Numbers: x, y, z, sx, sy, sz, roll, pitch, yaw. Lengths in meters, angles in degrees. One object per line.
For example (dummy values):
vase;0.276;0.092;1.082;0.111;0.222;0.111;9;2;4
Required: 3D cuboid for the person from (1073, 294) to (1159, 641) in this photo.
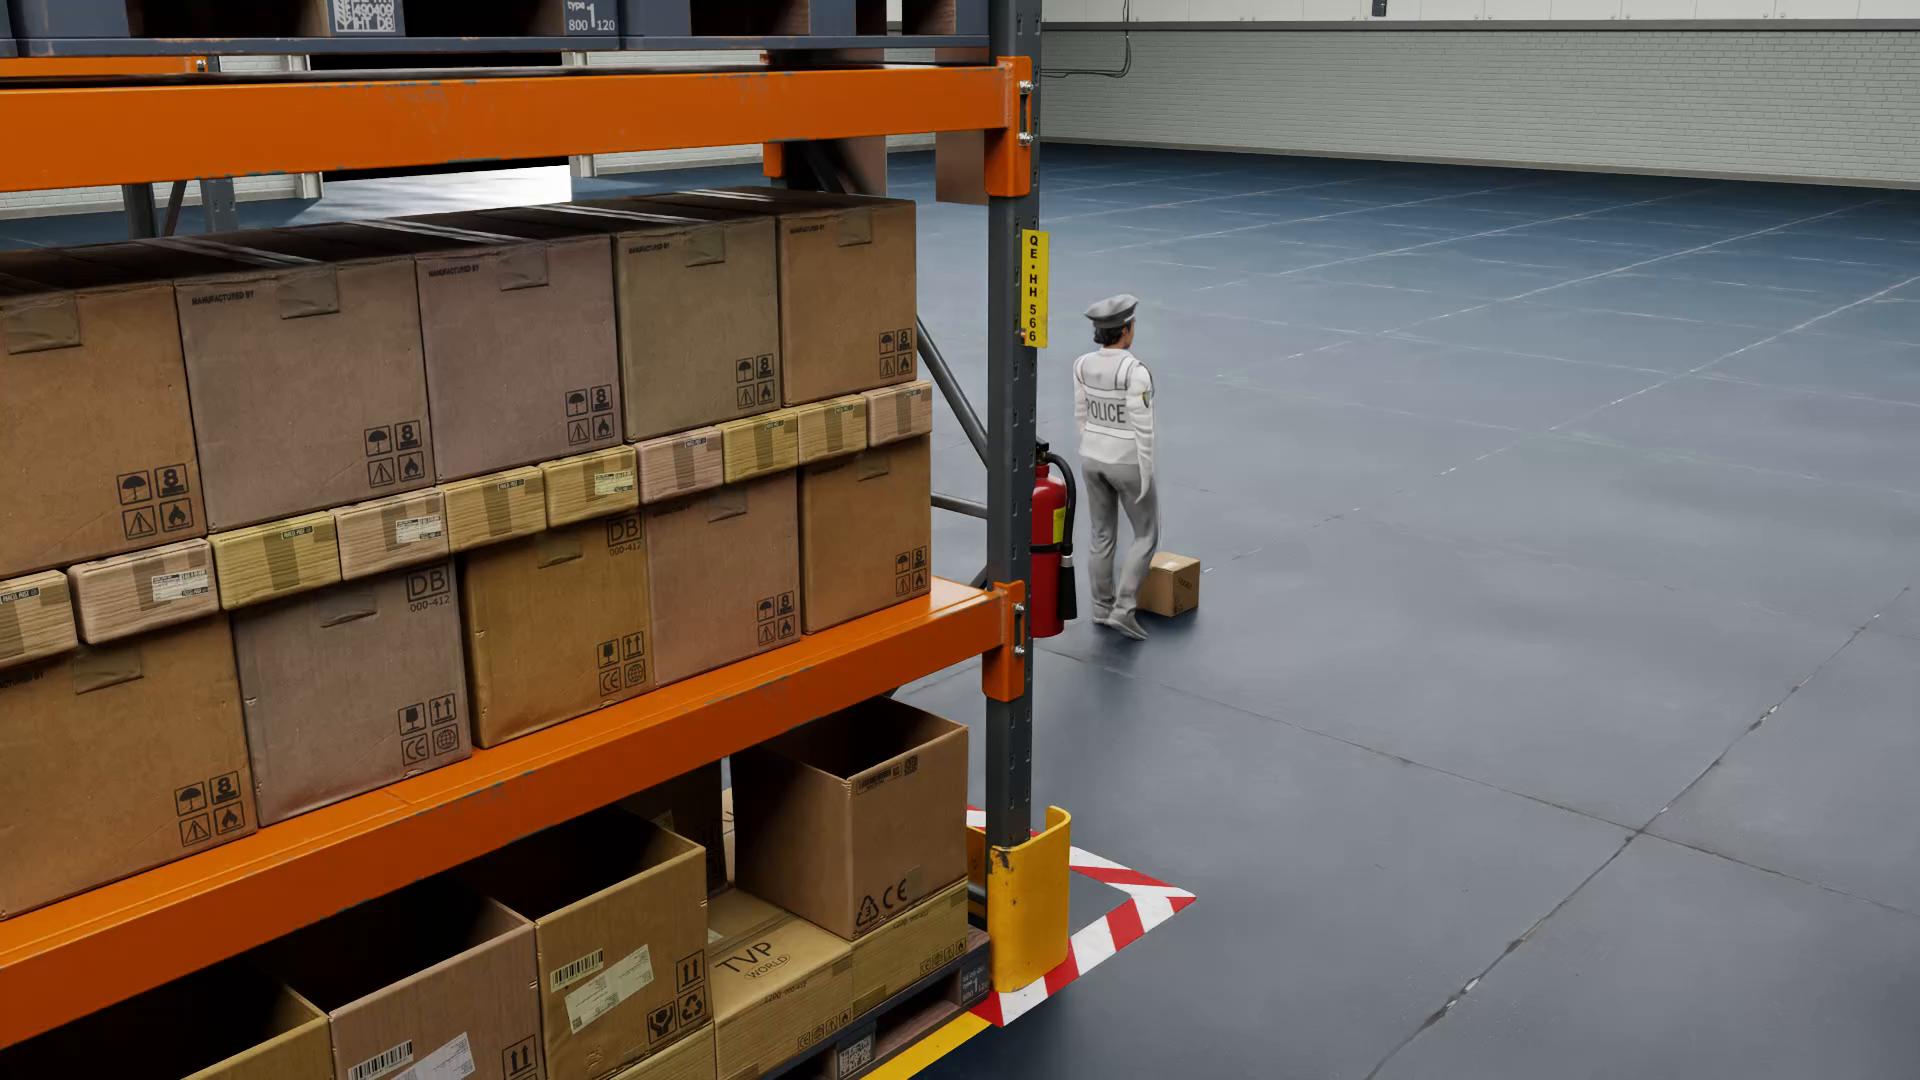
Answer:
person;0.785;-0.349;8.186;0.492;1.720;0.458;15;23;40
